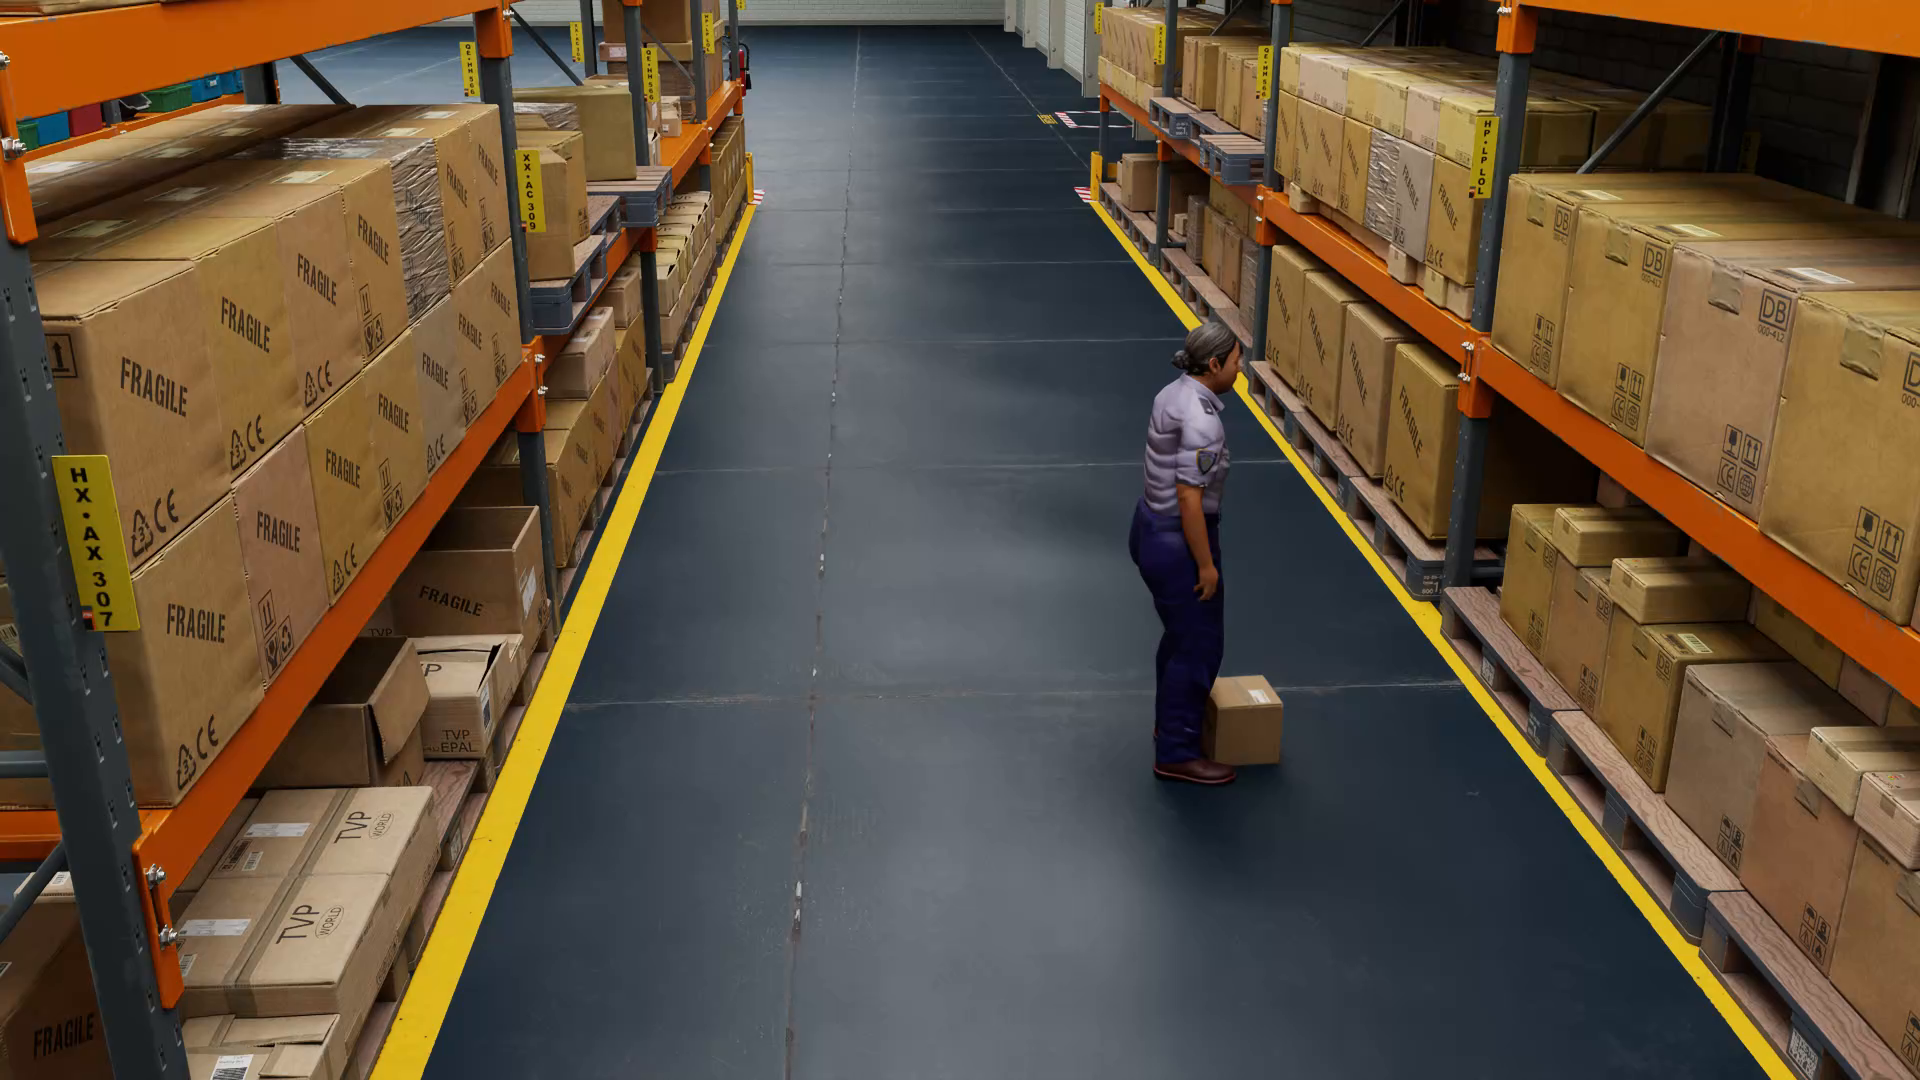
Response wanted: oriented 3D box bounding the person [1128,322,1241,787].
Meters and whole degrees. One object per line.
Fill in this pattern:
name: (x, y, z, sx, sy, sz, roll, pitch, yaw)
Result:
person: (0.838, 0.033, 6.001, 0.424, 1.650, 0.546, -2, 21, -5)
